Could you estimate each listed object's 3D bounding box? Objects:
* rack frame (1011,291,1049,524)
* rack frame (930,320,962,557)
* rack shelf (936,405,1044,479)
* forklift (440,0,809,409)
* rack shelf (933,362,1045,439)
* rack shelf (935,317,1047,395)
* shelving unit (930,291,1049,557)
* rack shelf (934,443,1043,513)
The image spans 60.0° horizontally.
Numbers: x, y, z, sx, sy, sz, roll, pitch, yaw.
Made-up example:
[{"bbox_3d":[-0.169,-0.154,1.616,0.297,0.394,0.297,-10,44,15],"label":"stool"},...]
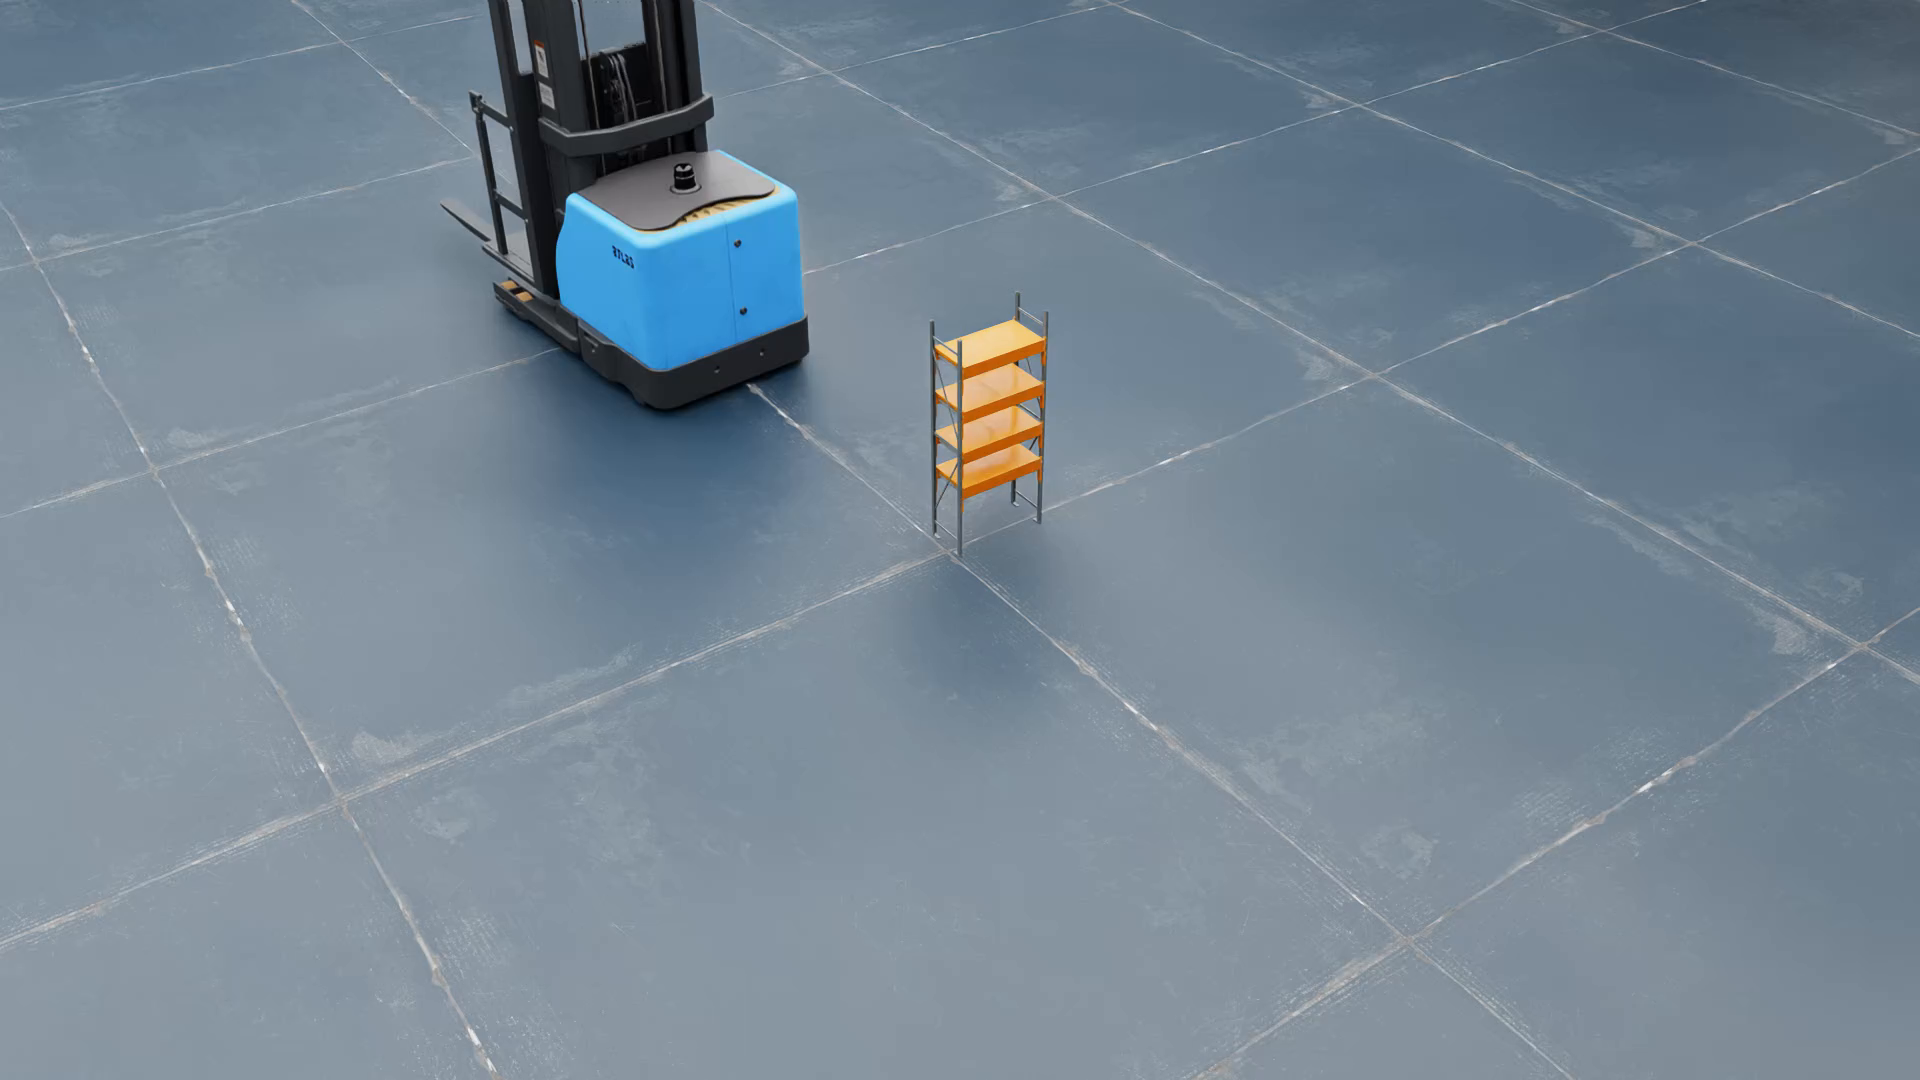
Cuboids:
[{"bbox_3d":[0.335,-0.625,8.091,0.015,1.200,0.240,-22,41,-28],"label":"rack frame"},{"bbox_3d":[-0.064,-0.461,7.863,0.015,1.200,0.240,-22,41,-28],"label":"rack frame"},{"bbox_3d":[0.135,-0.488,8.016,0.480,0.148,0.258,-22,41,-28],"label":"rack shelf"},{"bbox_3d":[-2.208,-2.698,9.491,1.130,2.935,3.031,-26,43,-32],"label":"forklift"},{"bbox_3d":[0.135,-0.670,7.886,0.480,0.148,0.258,-22,41,-28],"label":"rack shelf"},{"bbox_3d":[0.135,-0.862,7.748,0.480,0.148,0.258,-22,41,-28],"label":"rack shelf"},{"bbox_3d":[0.135,-0.543,7.977,0.503,1.200,0.258,-22,41,-28],"label":"shelving unit"},{"bbox_3d":[0.135,-0.327,8.132,0.480,0.148,0.258,-22,41,-28],"label":"rack shelf"}]
